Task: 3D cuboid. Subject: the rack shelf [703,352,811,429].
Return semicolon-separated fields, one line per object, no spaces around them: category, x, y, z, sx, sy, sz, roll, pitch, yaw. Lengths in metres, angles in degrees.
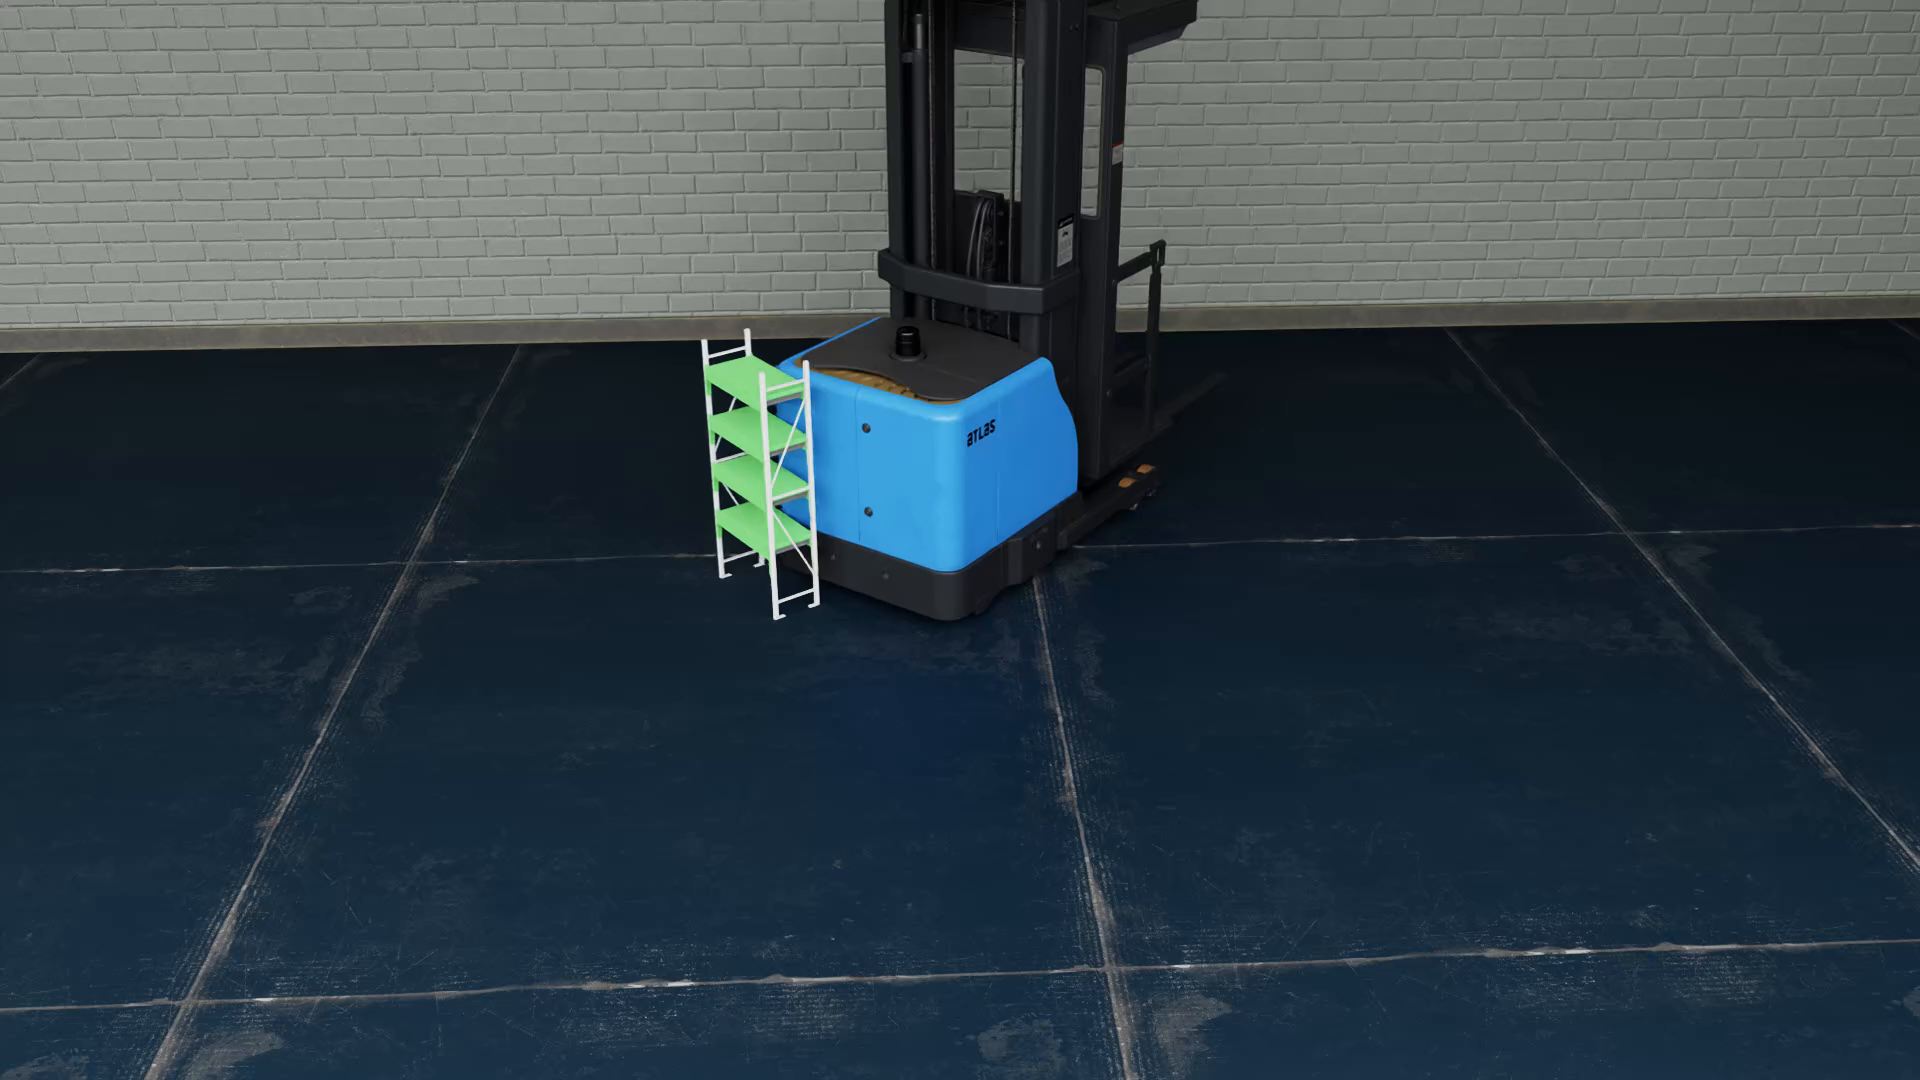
rack shelf;-0.896;-0.663;7.323;0.258;0.148;0.480;-19;33;-32

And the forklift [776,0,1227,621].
forklift;0.405;-1.569;8.088;1.130;2.935;3.031;18;32;30

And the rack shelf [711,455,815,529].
rack shelf;-0.896;-0.237;7.545;0.258;0.148;0.480;-19;33;-32

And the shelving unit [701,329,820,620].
shelving unit;-0.896;-0.294;7.515;0.258;1.200;0.503;-19;33;-32

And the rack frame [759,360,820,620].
rack frame;-0.748;-0.204;7.343;0.240;1.200;0.015;-19;33;-32

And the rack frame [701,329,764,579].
rack frame;-1.044;-0.383;7.688;0.240;1.200;0.015;-19;33;-32

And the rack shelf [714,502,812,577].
rack shelf;-0.896;-0.024;7.656;0.258;0.148;0.480;-19;33;-32

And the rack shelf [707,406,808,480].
rack shelf;-0.896;-0.450;7.434;0.258;0.148;0.480;-19;33;-32
